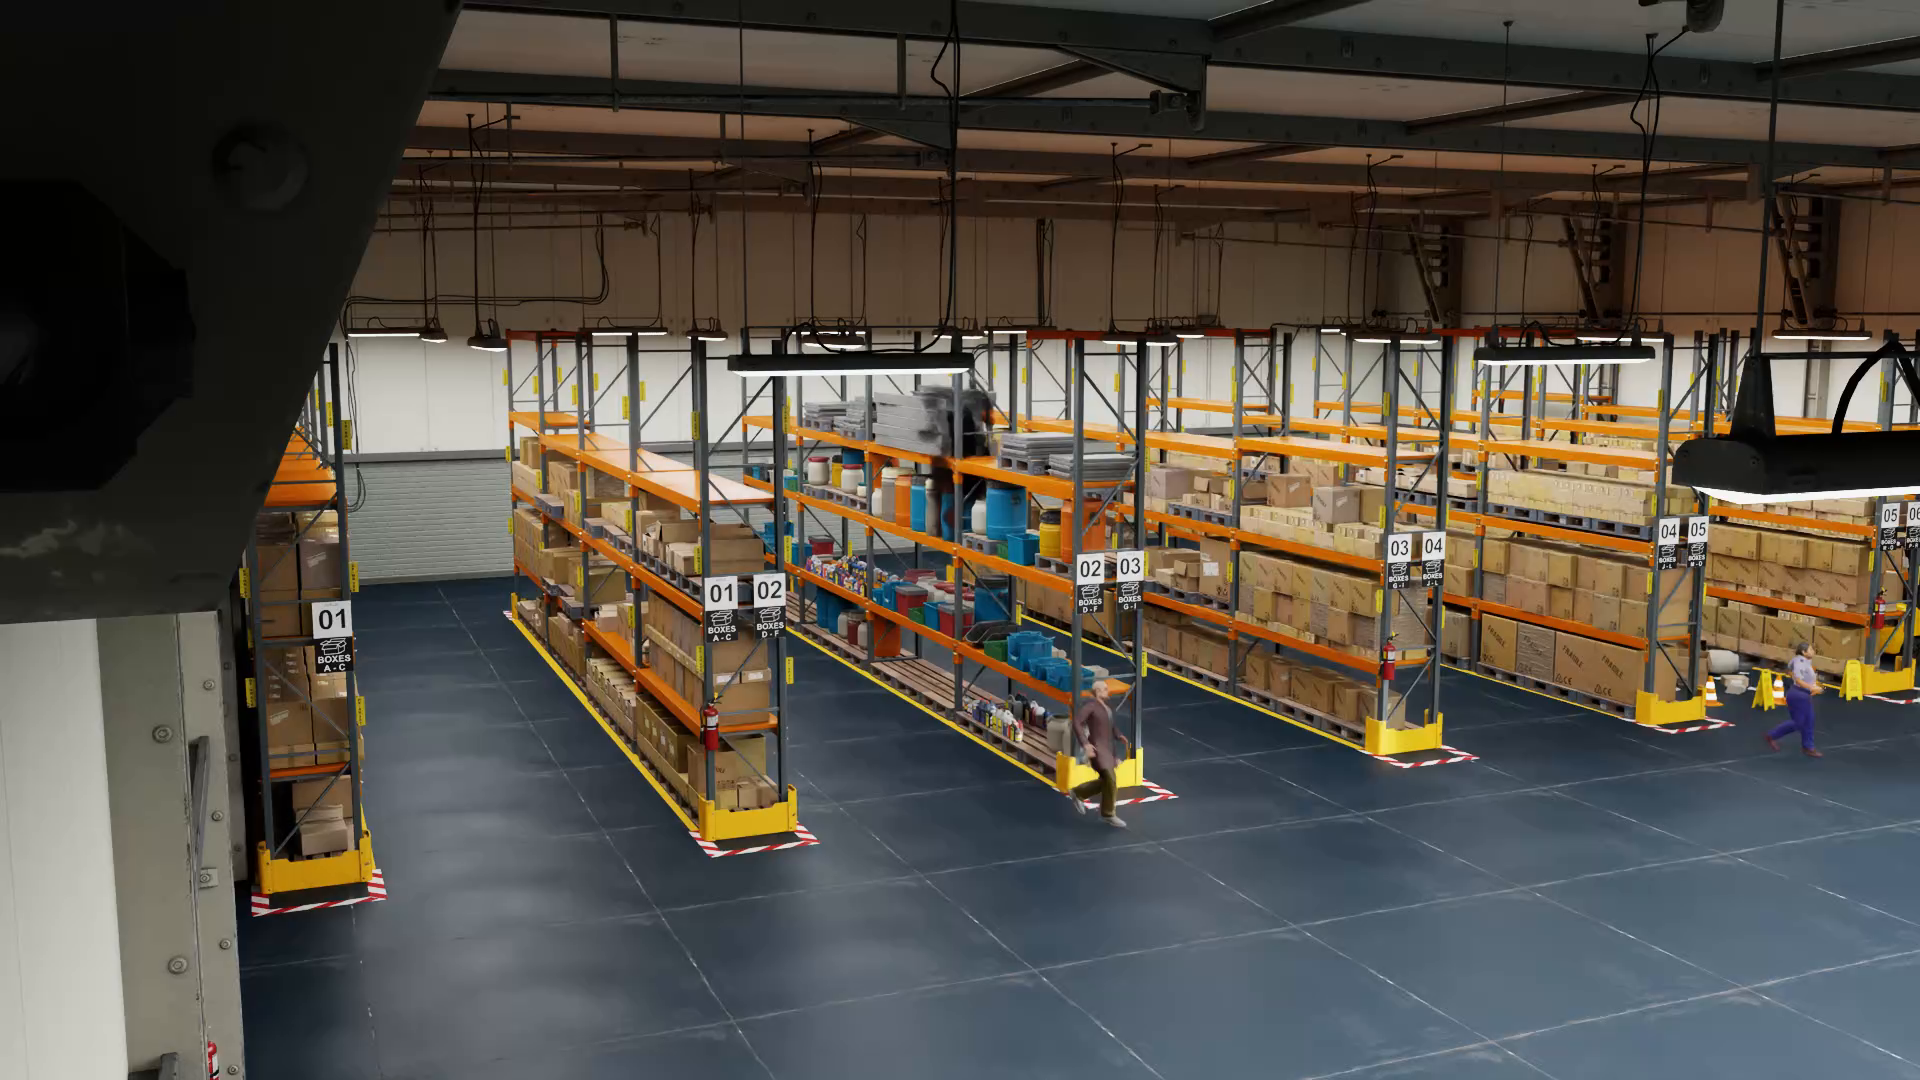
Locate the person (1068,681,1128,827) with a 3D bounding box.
[{"bbox_3d":[1.773,2.656,20.852,0.836,1.757,0.758,5,9,31],"label":"person"}]

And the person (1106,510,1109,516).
[{"bbox_3d":[3.377,0.153,39.456,0.698,1.728,0.645,2,8,18],"label":"person"}]

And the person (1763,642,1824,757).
[{"bbox_3d":[12.045,2.280,23.938,0.803,1.660,0.629,4,9,27],"label":"person"}]
